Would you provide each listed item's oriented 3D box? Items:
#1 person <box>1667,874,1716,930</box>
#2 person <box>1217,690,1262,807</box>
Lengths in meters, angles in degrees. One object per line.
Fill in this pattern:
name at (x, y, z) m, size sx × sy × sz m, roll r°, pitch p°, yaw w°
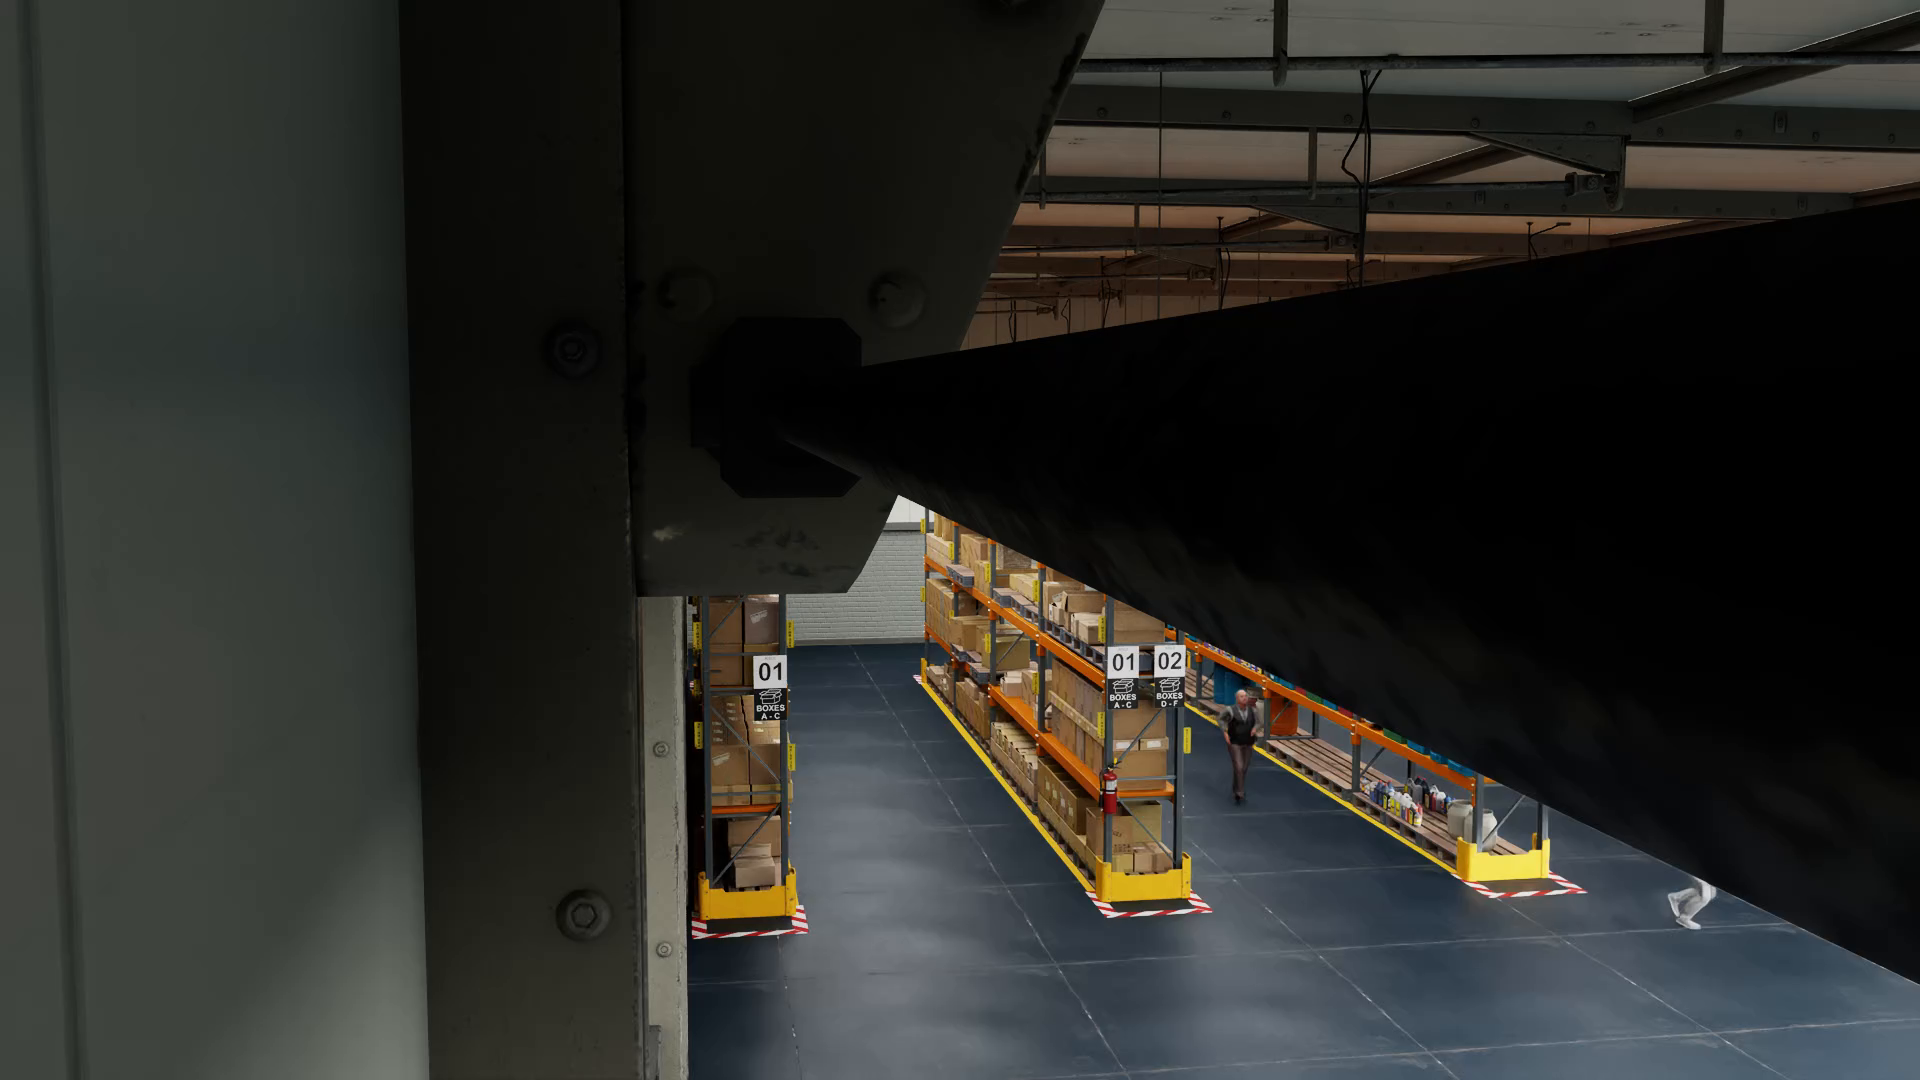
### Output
person at (8.813, 3.864, 19.688) m, size 0.780 × 1.514 × 0.627 m, roll 2°, pitch 6°, yaw 26°
person at (4.362, 3.207, 25.819) m, size 0.661 × 1.770 × 0.726 m, roll -1°, pitch 5°, yaw -13°
